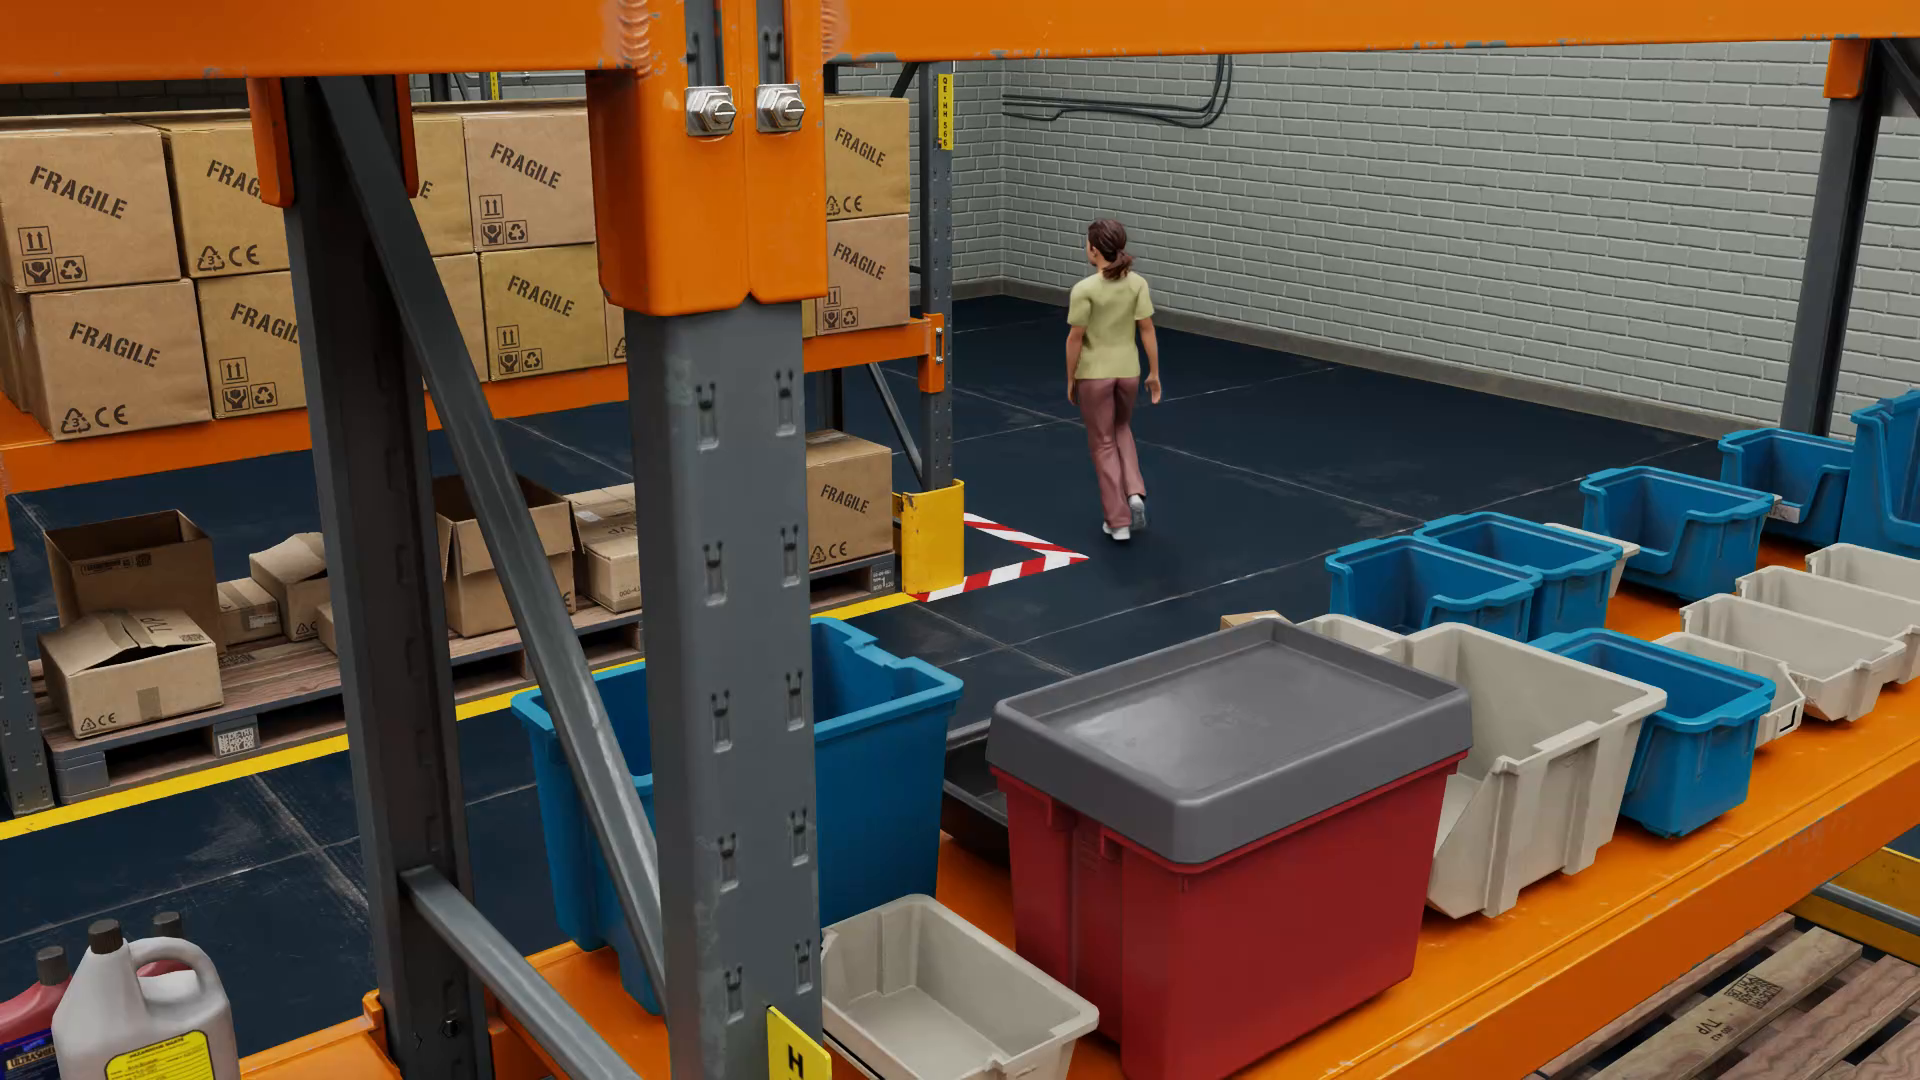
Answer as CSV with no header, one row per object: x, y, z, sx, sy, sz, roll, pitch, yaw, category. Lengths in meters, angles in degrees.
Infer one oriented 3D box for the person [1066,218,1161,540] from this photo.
0.755,-0.821,8.585,0.511,1.680,0.472,-6,19,-18,person
